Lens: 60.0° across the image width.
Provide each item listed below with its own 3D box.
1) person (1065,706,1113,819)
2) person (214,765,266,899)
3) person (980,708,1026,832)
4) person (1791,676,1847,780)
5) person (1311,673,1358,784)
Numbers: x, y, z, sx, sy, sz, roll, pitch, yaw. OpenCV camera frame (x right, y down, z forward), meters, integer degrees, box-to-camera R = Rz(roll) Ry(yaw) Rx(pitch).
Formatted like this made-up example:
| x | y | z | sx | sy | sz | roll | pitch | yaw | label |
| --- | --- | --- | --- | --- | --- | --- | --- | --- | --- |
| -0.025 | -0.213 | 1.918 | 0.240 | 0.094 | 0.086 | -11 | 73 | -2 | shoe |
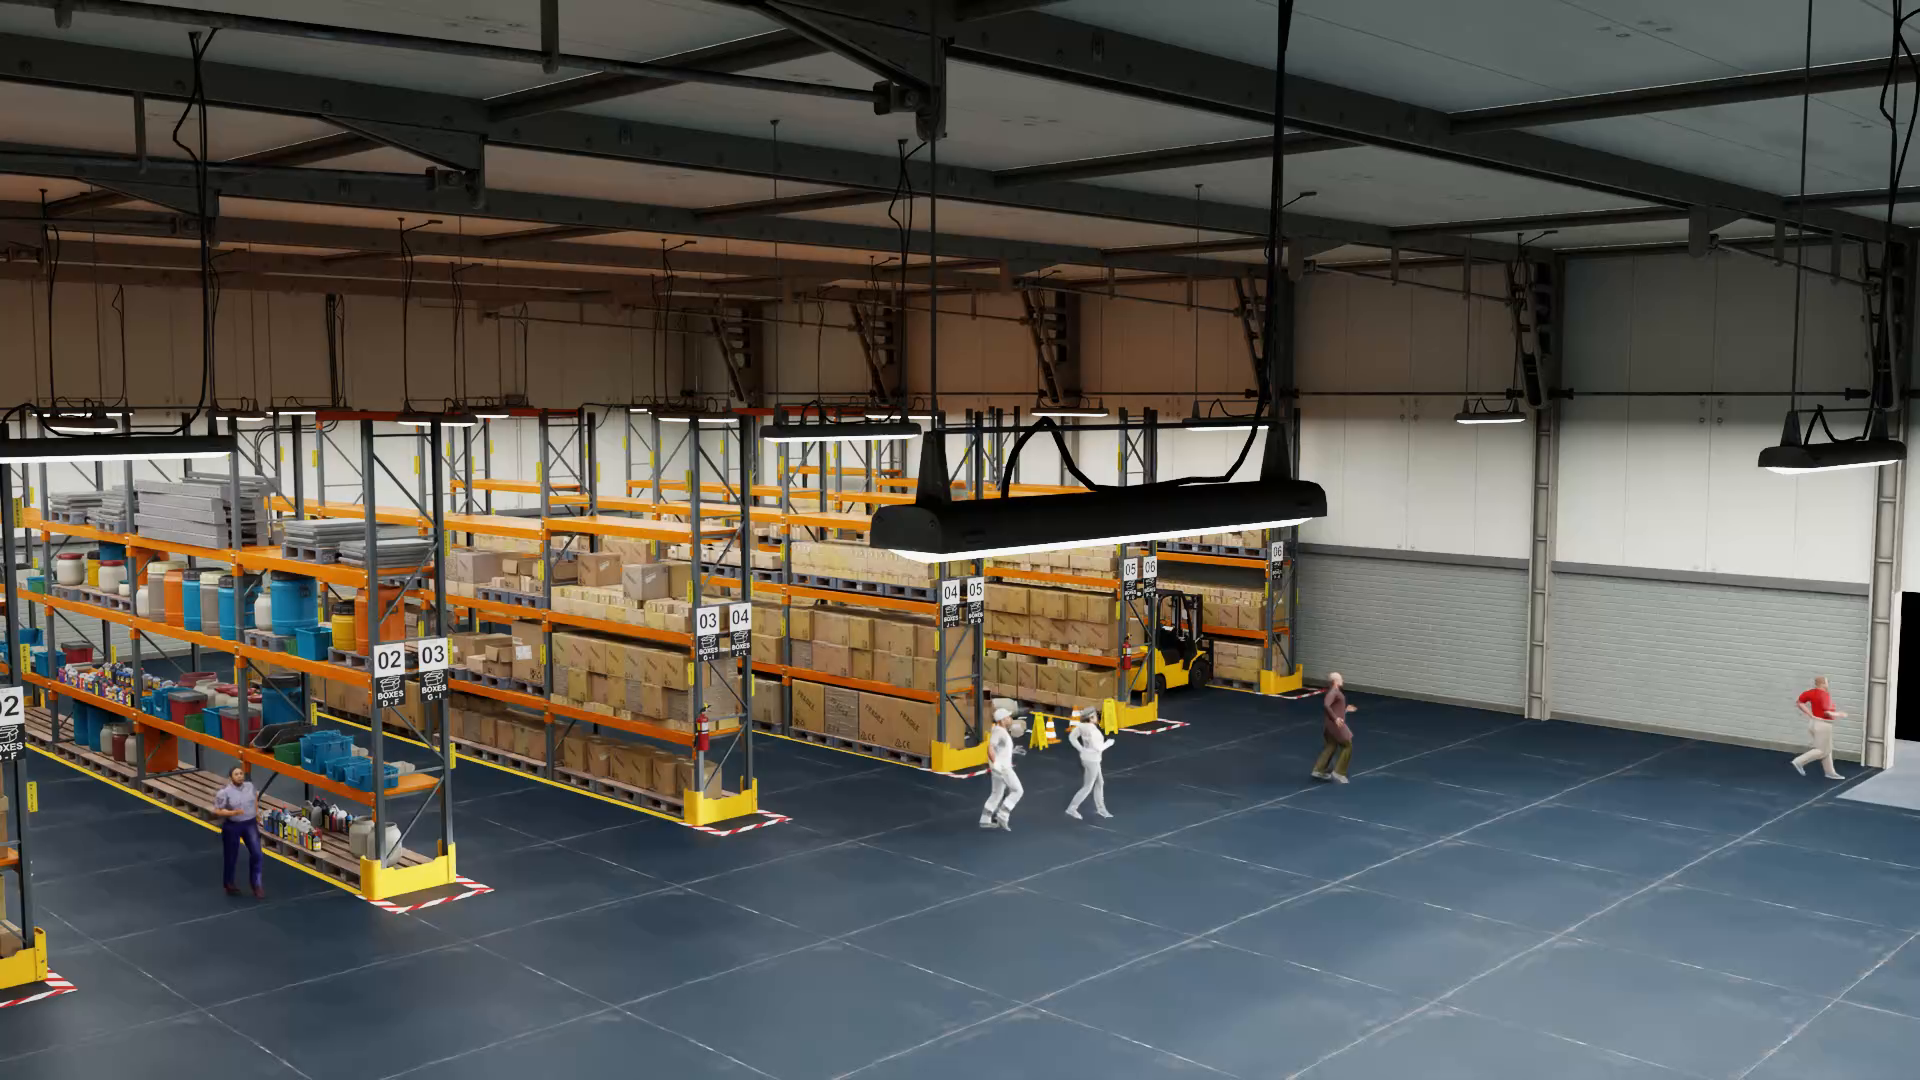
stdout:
| x | y | z | sx | sy | sz | roll | pitch | yaw | label |
| --- | --- | --- | --- | --- | --- | --- | --- | --- | --- |
| 1.916 | 3.298 | 24.529 | 0.785 | 1.730 | 0.600 | -1 | 5 | -14 | person |
| -9.039 | 3.668 | 20.872 | 0.610 | 1.709 | 0.711 | -5 | 7 | -43 | person |
| 0.631 | 3.320 | 24.064 | 0.709 | 1.795 | 0.646 | -1 | 5 | -11 | person |
| 13.995 | 3.075 | 27.079 | 0.954 | 1.720 | 0.664 | 0 | 5 | -2 | person |
| 6.101 | 3.072 | 27.025 | 0.751 | 1.847 | 0.691 | 0 | 5 | -1 | person |
